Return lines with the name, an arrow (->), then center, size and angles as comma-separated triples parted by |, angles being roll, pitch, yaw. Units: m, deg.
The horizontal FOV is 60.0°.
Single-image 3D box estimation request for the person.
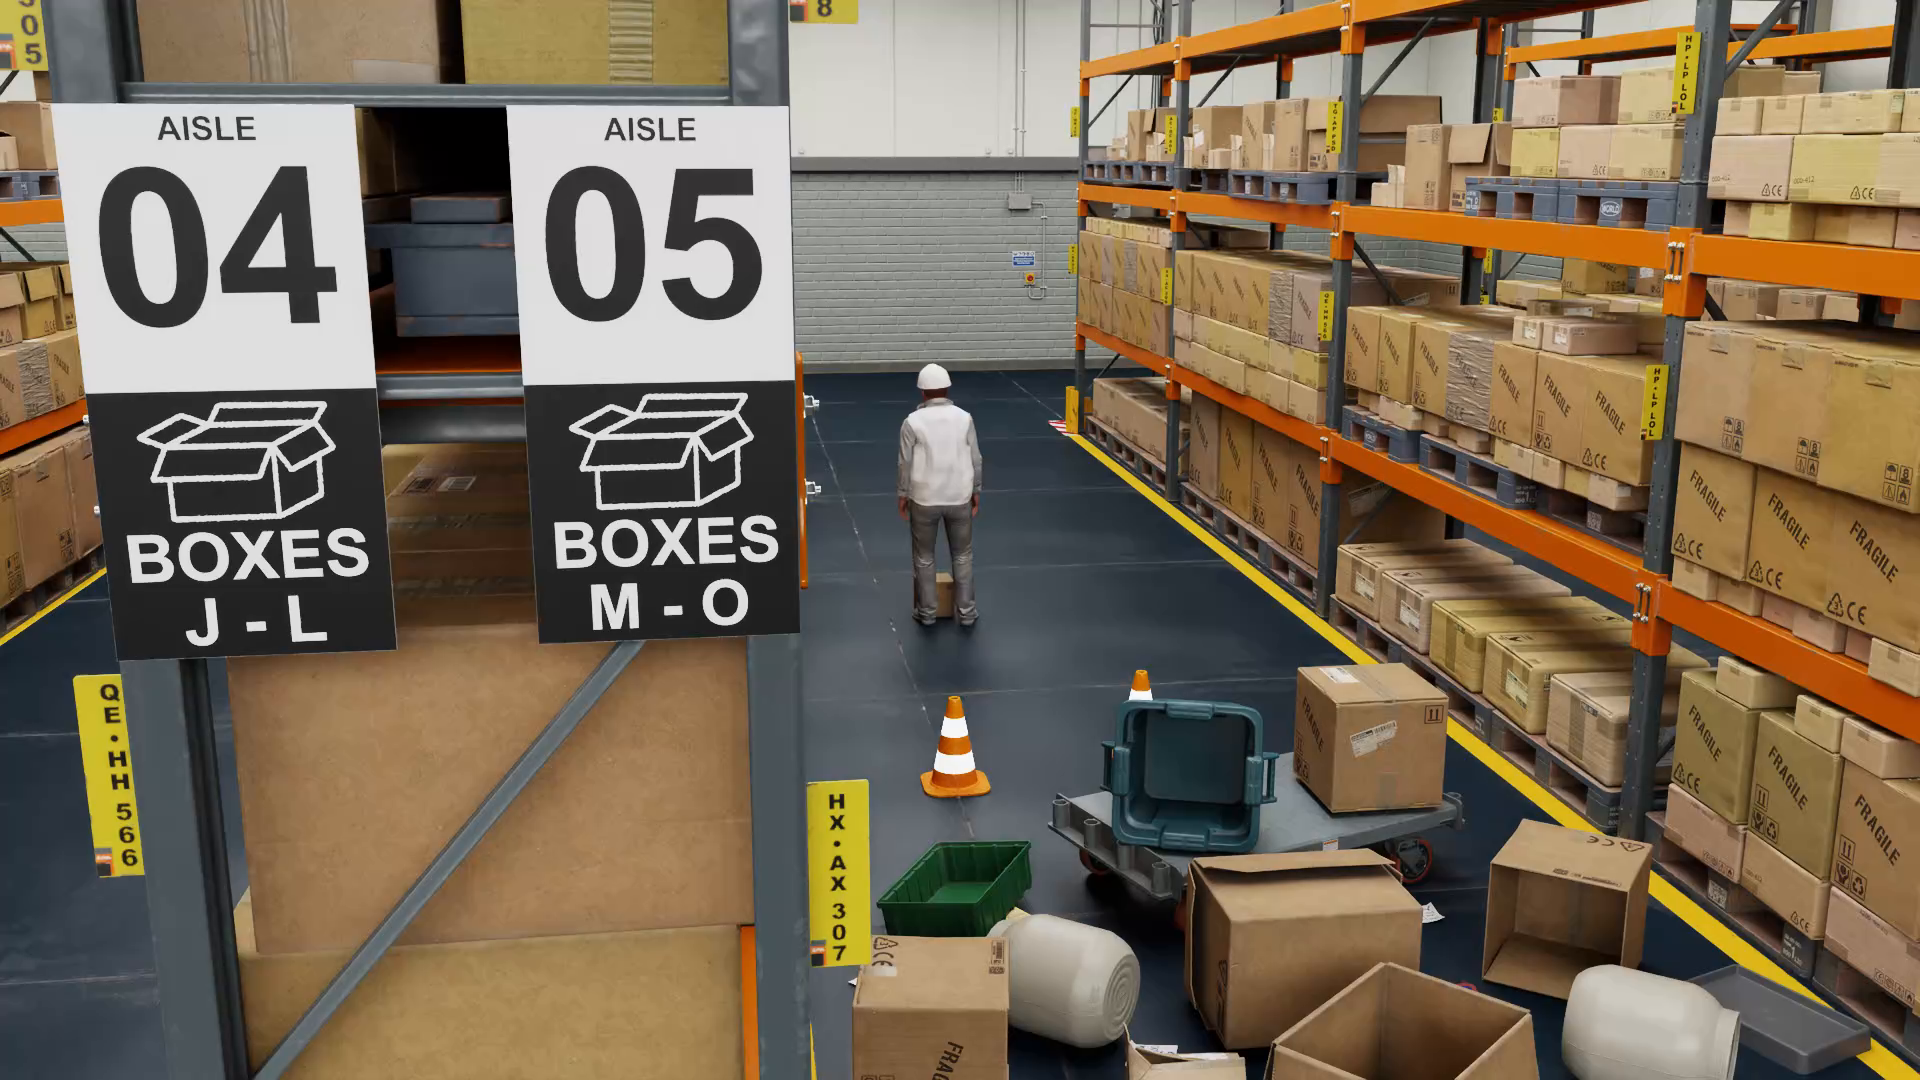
person -> -0.141, -0.296, 11.205 | 0.585, 1.770, 0.476 | -3, 13, -12
